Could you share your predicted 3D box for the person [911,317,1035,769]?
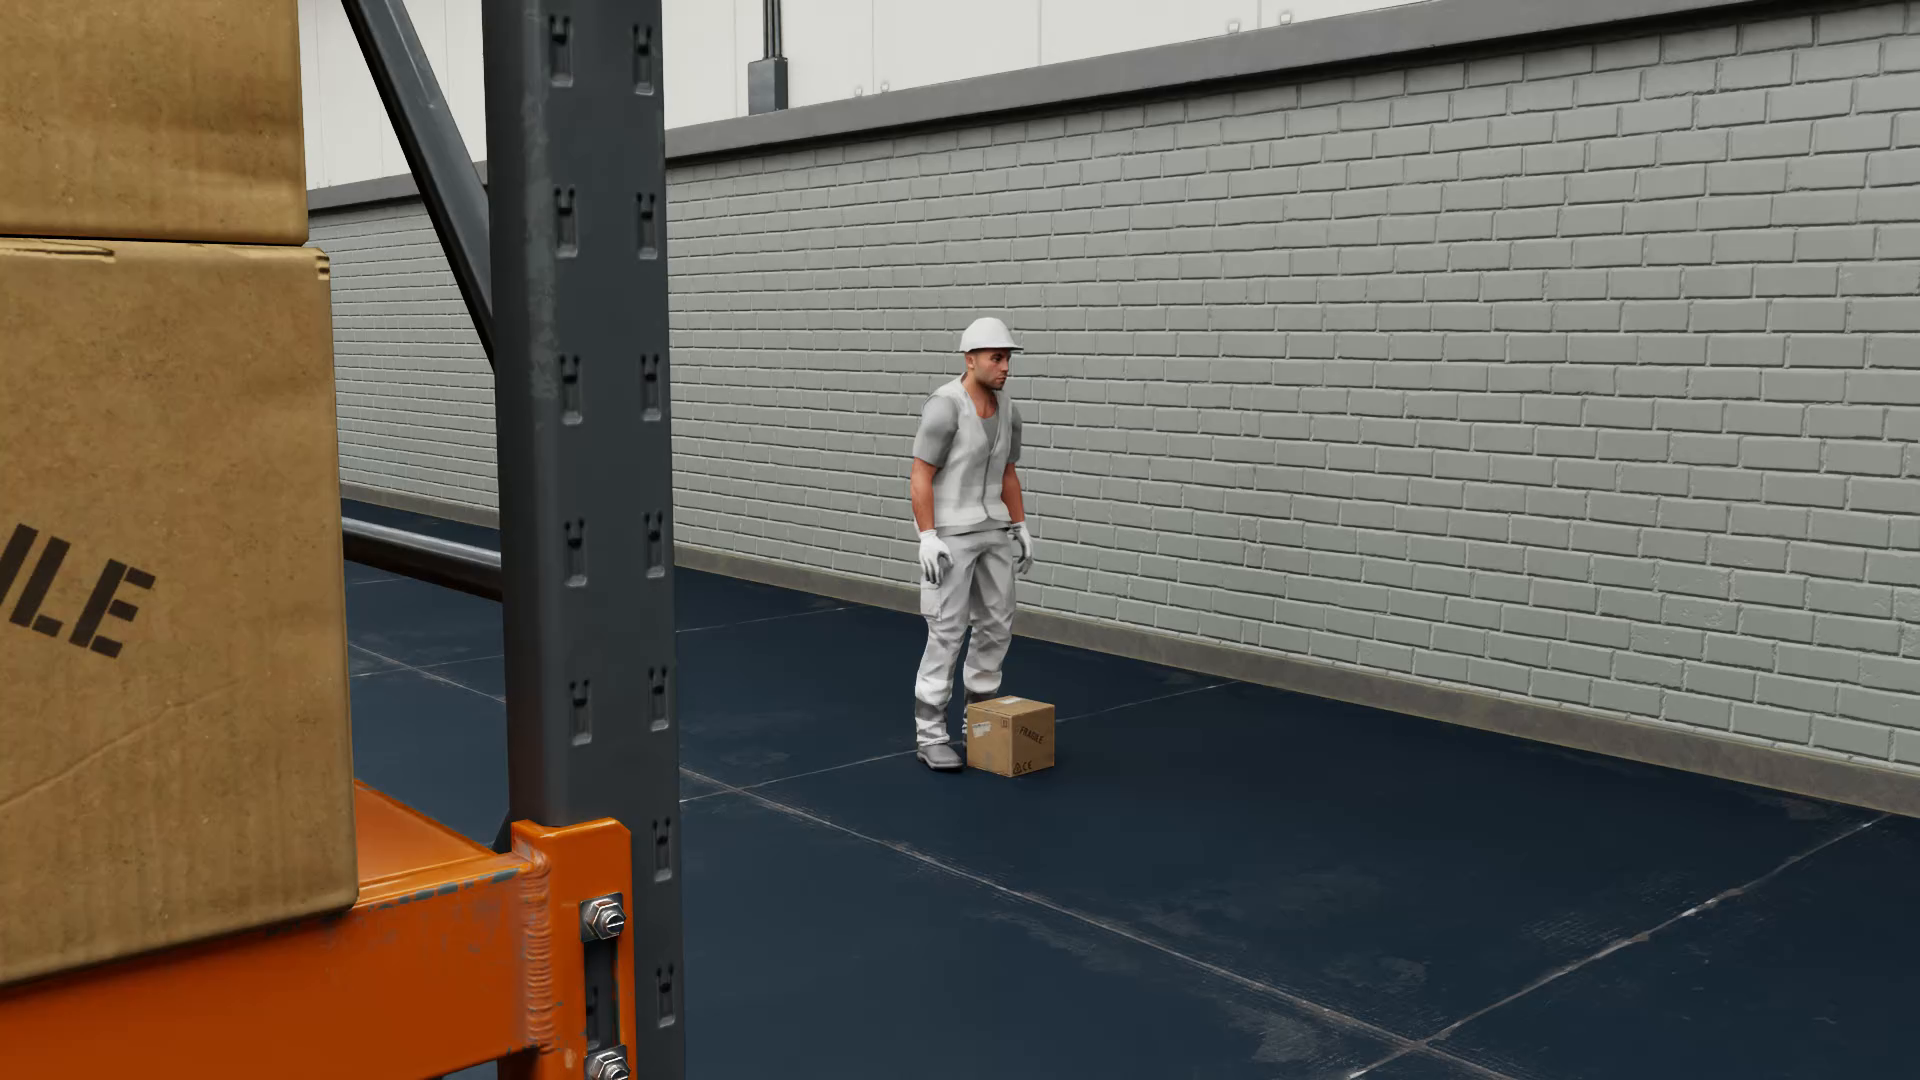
[{"bbox_3d":[0.055,0.001,6.705,0.622,1.781,0.445,-7,10,-43],"label":"person"}]
